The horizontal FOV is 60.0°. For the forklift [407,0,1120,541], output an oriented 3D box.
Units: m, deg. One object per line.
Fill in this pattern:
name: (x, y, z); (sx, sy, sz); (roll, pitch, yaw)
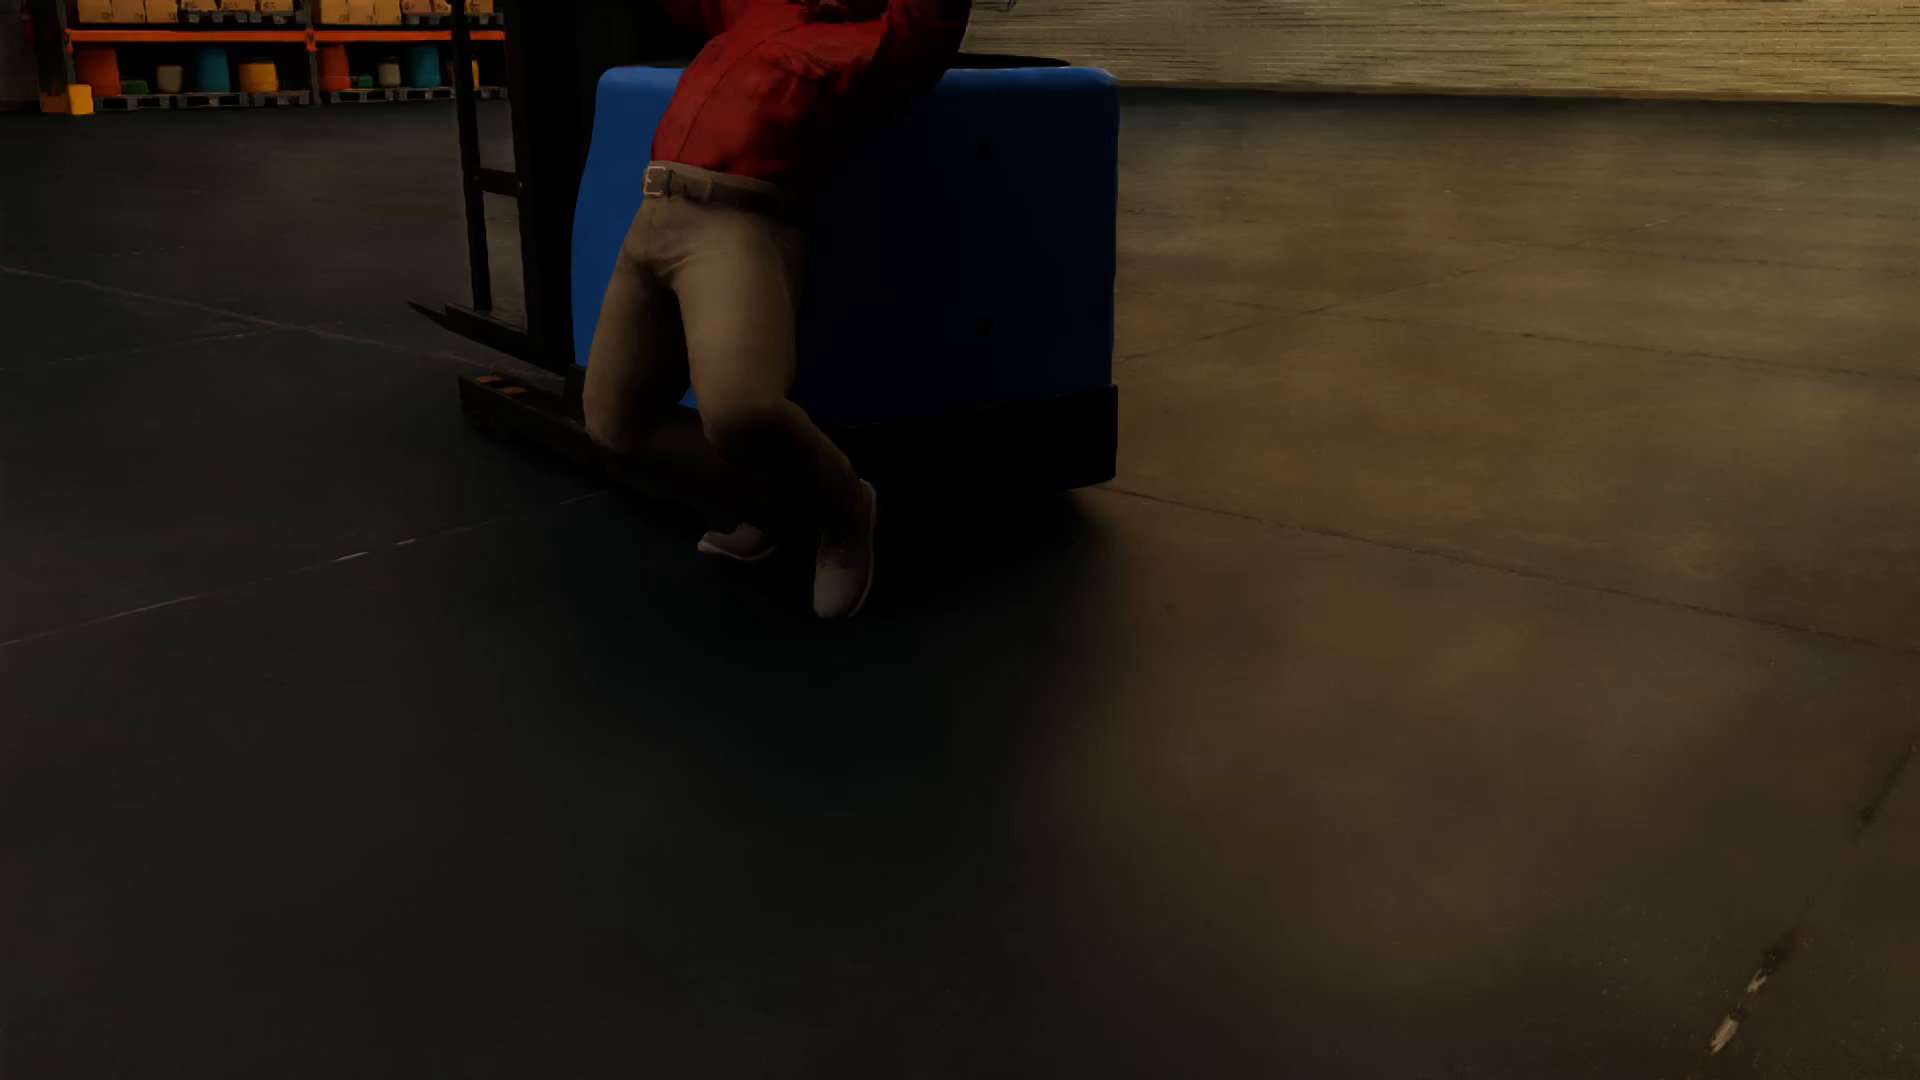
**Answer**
forklift: (-0.865, -1.764, 4.708); (1.130, 2.935, 3.031); (-12, 20, -34)

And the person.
person: (-0.342, -0.649, 3.348); (0.980, 1.642, 0.755); (16, 23, 43)
